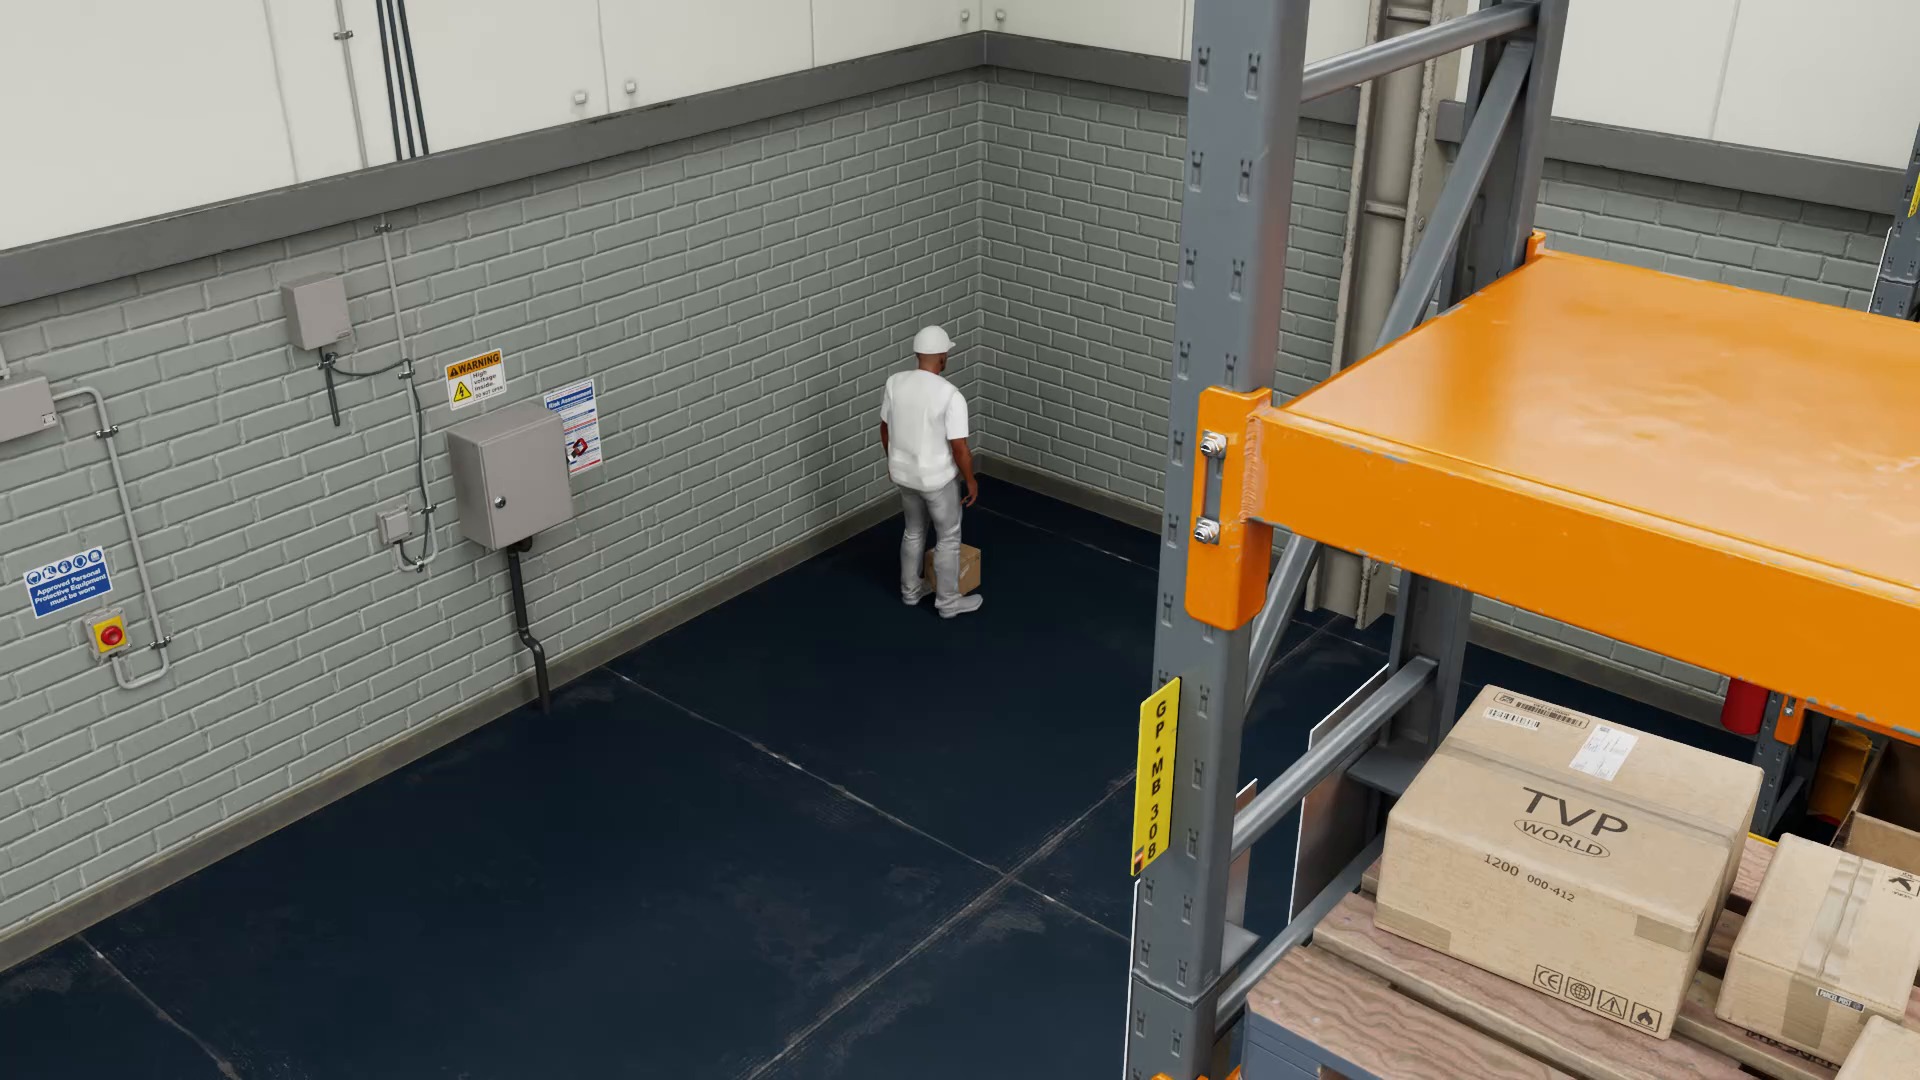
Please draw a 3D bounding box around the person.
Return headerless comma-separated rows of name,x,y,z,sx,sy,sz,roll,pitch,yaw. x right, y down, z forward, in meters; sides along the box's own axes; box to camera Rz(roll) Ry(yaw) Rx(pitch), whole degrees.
person,-0.178,-0.404,9.805,0.636,1.761,0.454,19,33,32
